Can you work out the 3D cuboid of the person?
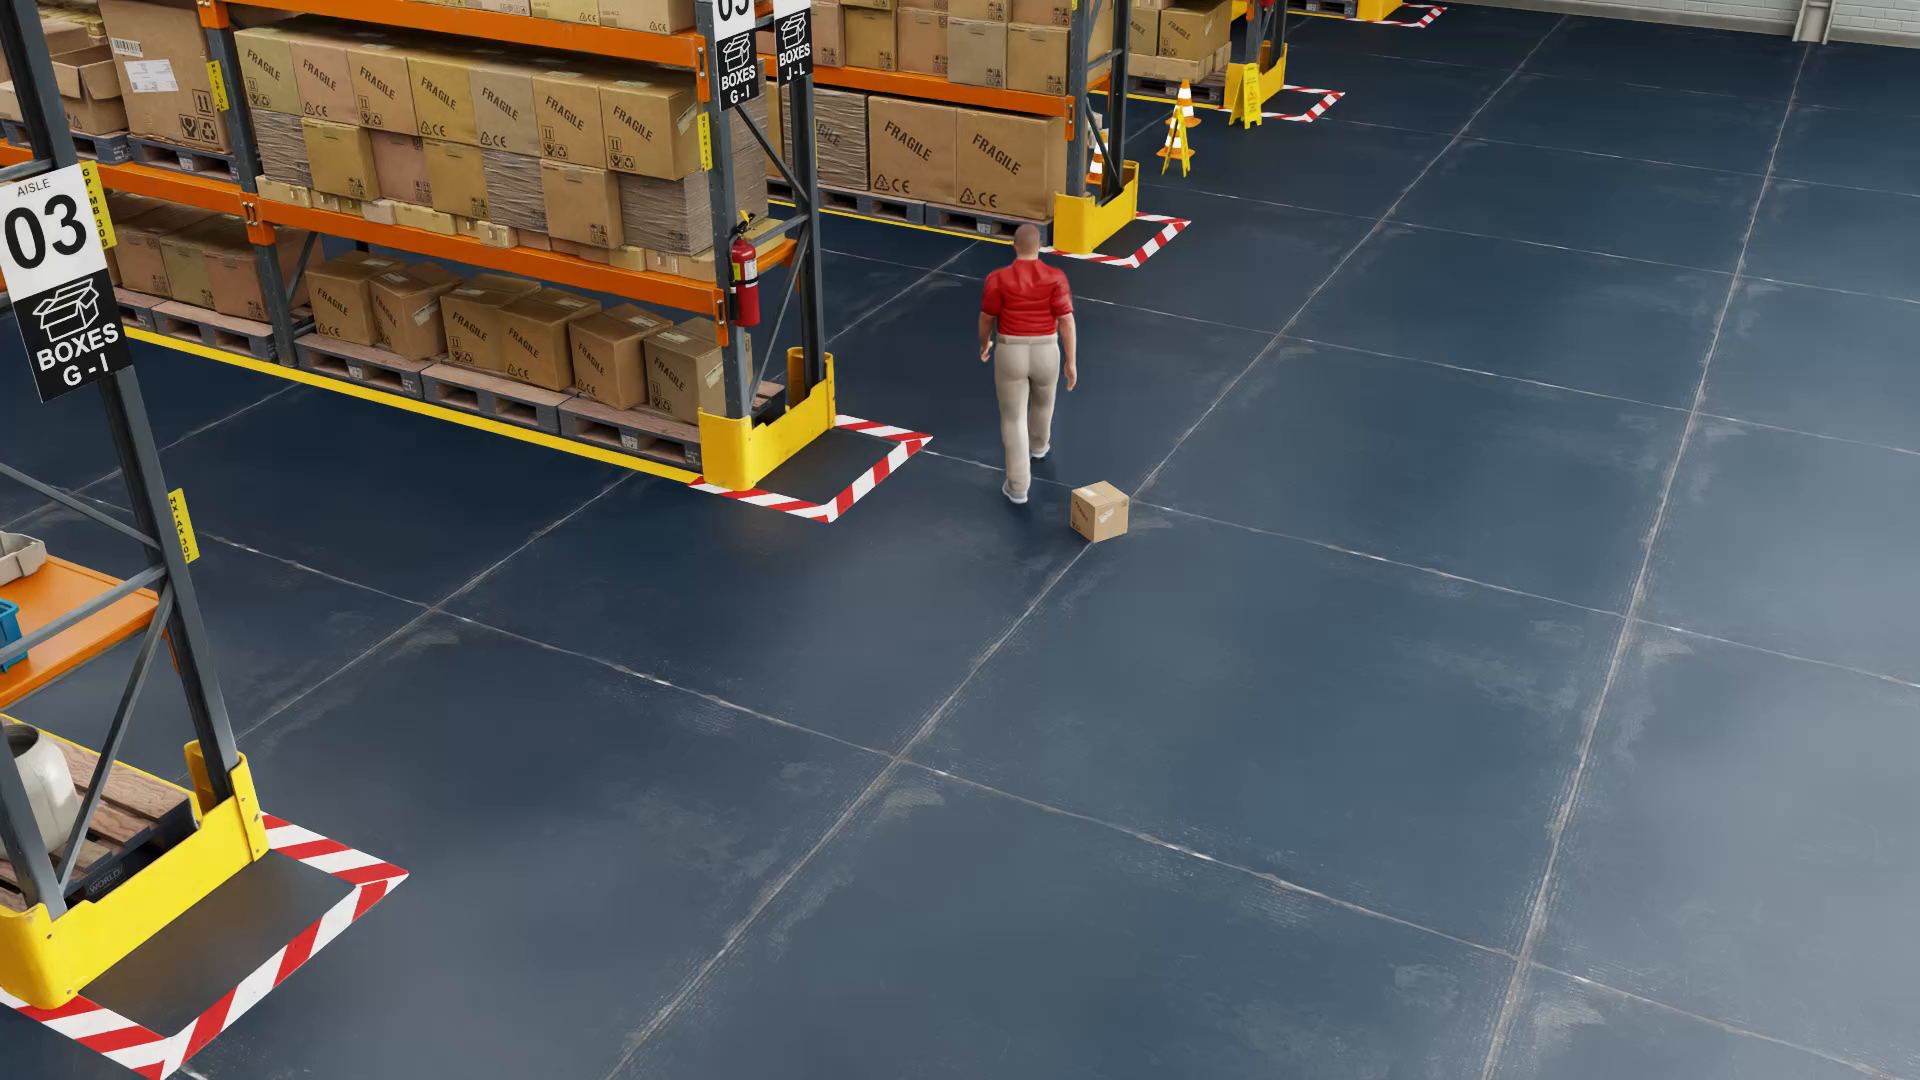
[{"bbox_3d":[0.408,-1.147,10.309,0.575,1.694,0.981,-3,30,-5],"label":"person"}]
